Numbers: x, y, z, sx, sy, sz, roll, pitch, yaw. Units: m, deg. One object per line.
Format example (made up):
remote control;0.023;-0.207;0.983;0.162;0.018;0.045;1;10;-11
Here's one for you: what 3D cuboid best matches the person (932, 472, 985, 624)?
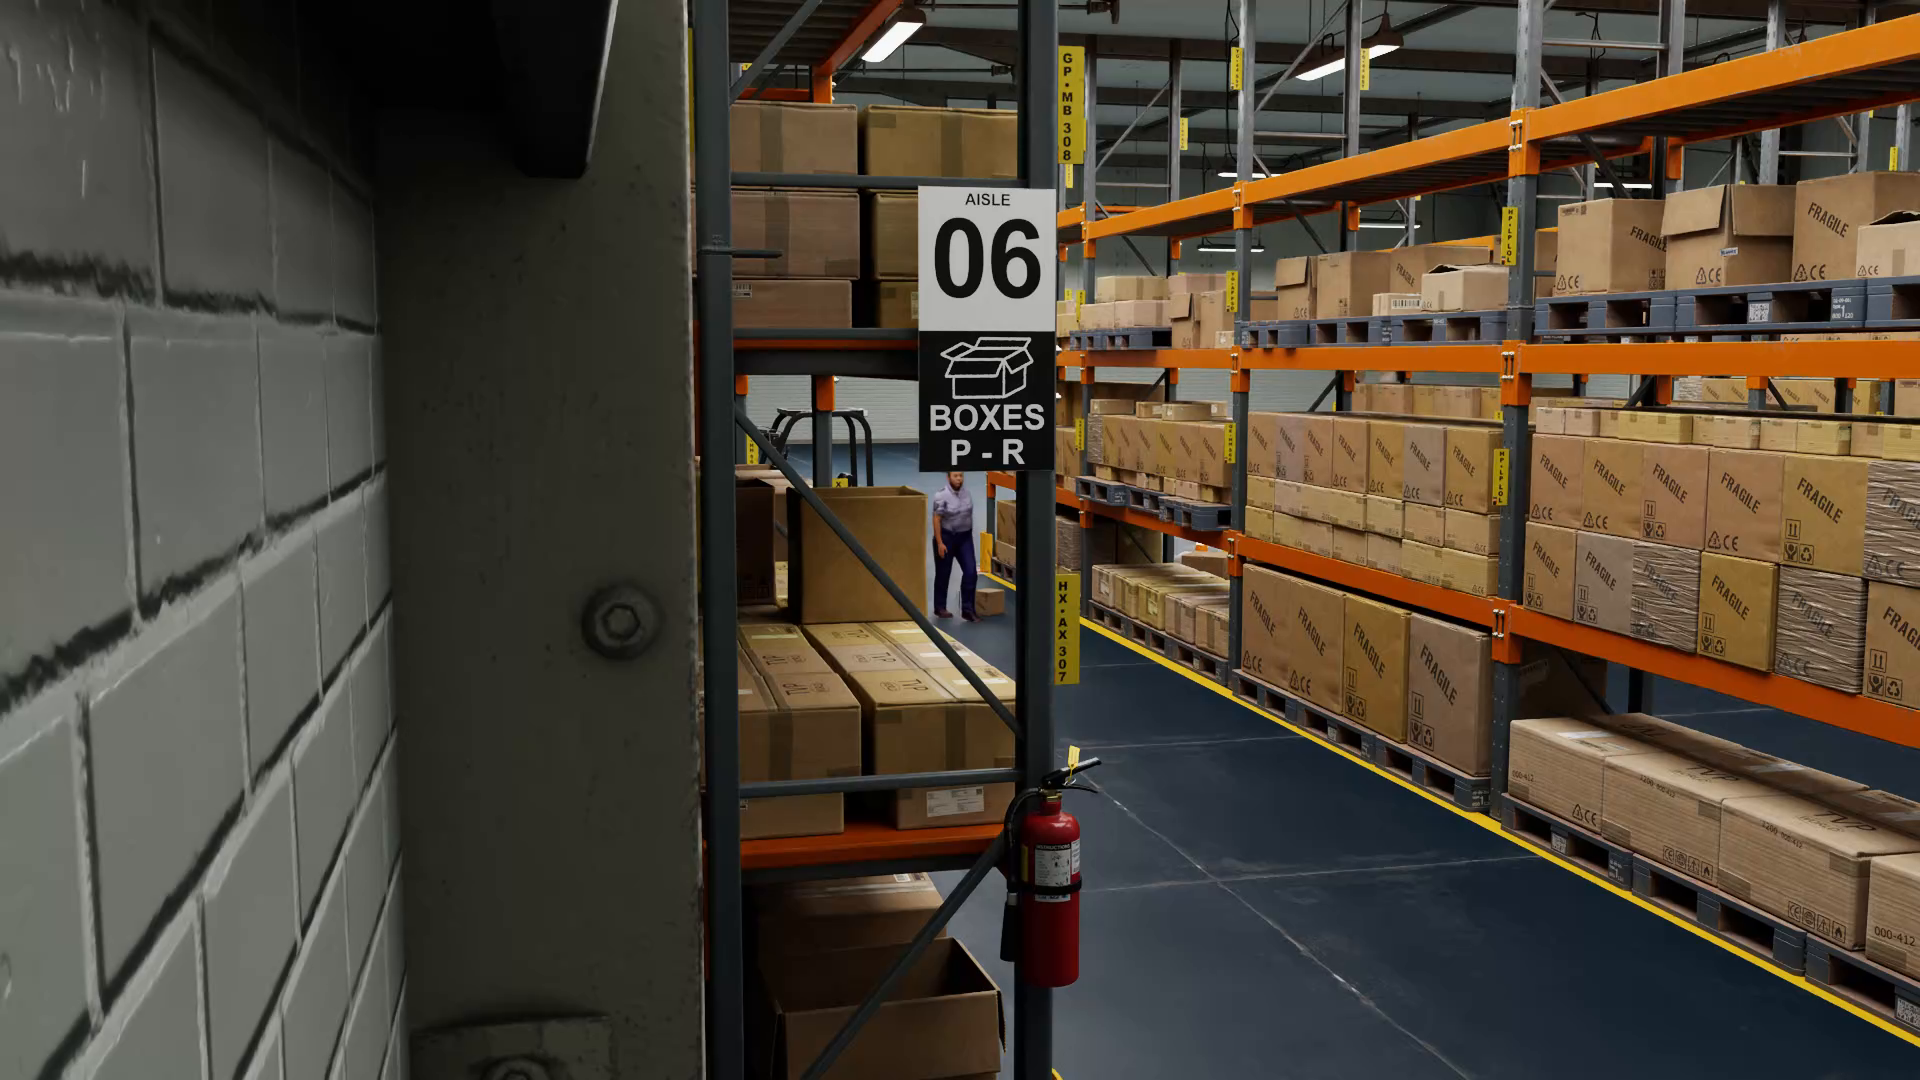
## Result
person;-0.084;0.049;17.245;0.507;1.684;0.615;-4;7;-29
